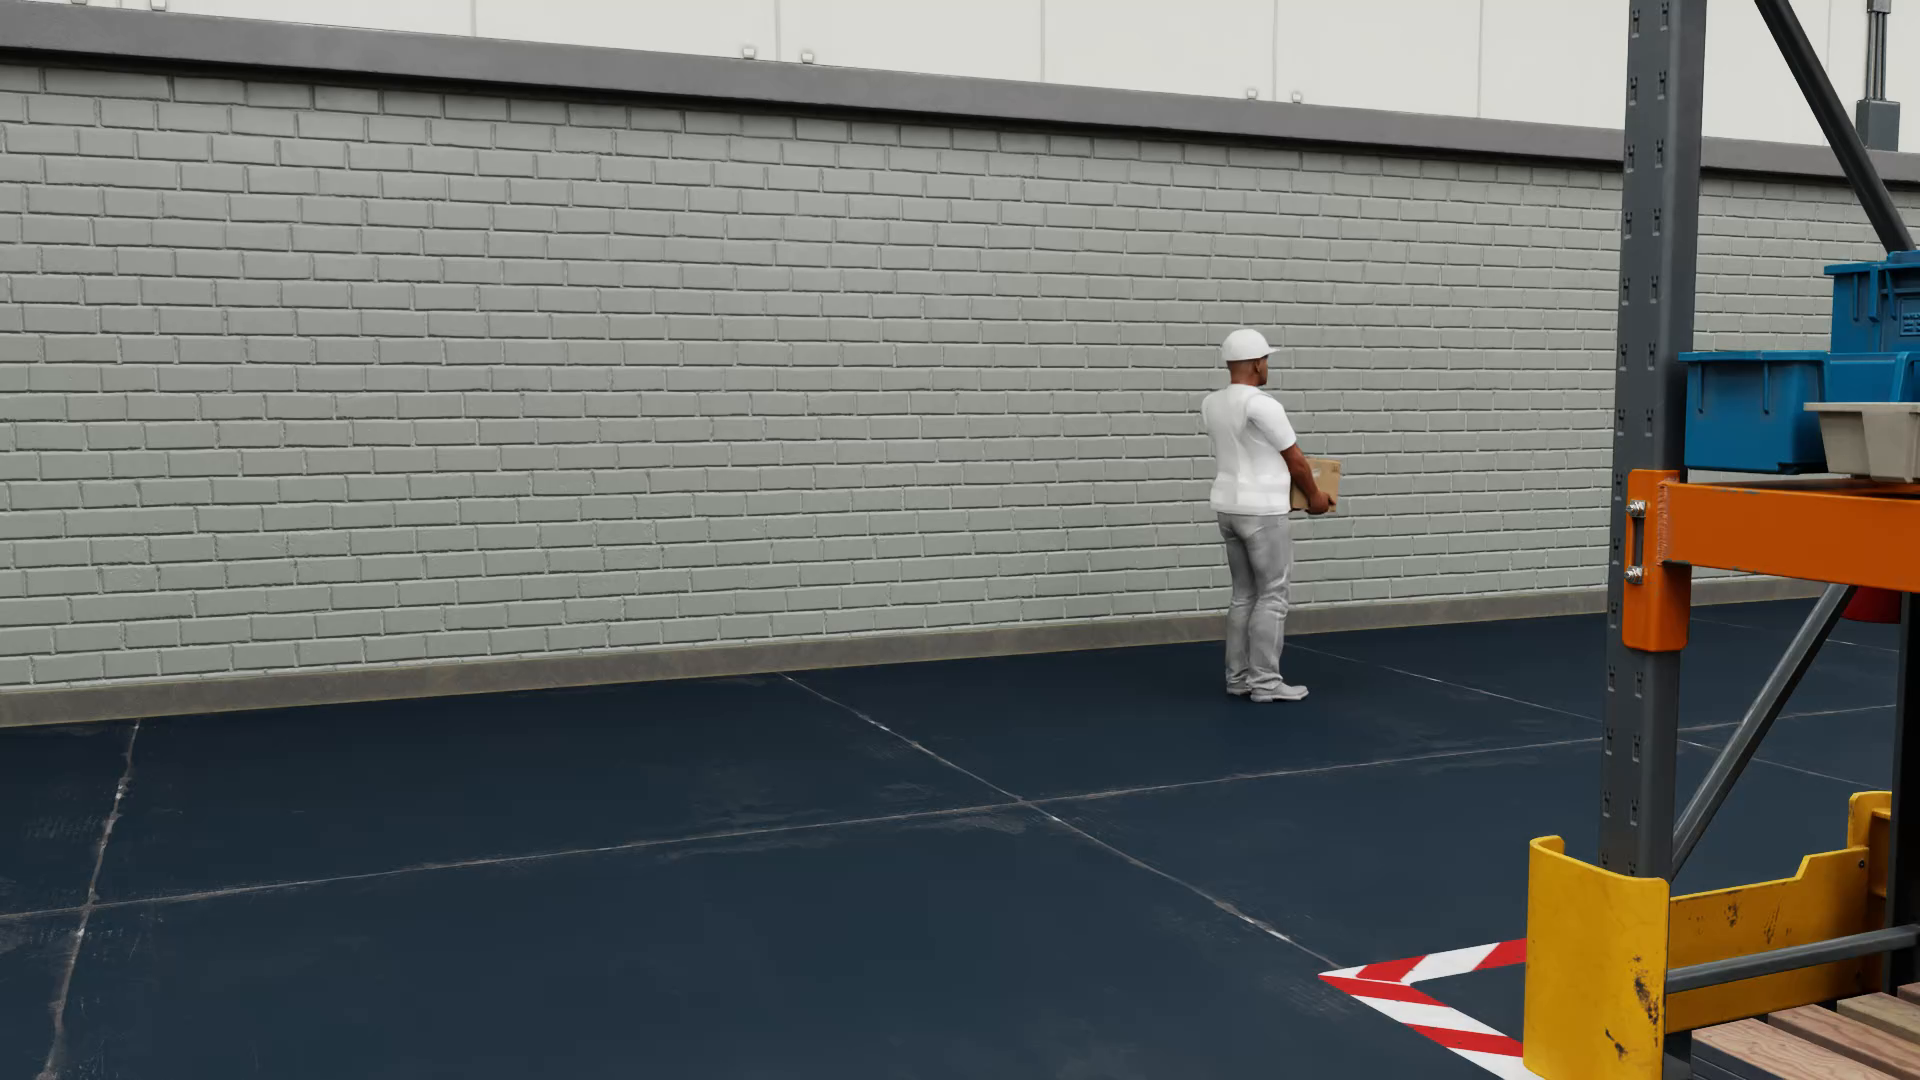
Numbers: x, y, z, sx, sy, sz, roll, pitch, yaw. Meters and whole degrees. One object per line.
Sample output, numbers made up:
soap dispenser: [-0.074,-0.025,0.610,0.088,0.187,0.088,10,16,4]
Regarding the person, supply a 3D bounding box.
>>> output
person: [1.480,-0.125,7.984,0.566,1.762,0.504,-2,6,-23]
